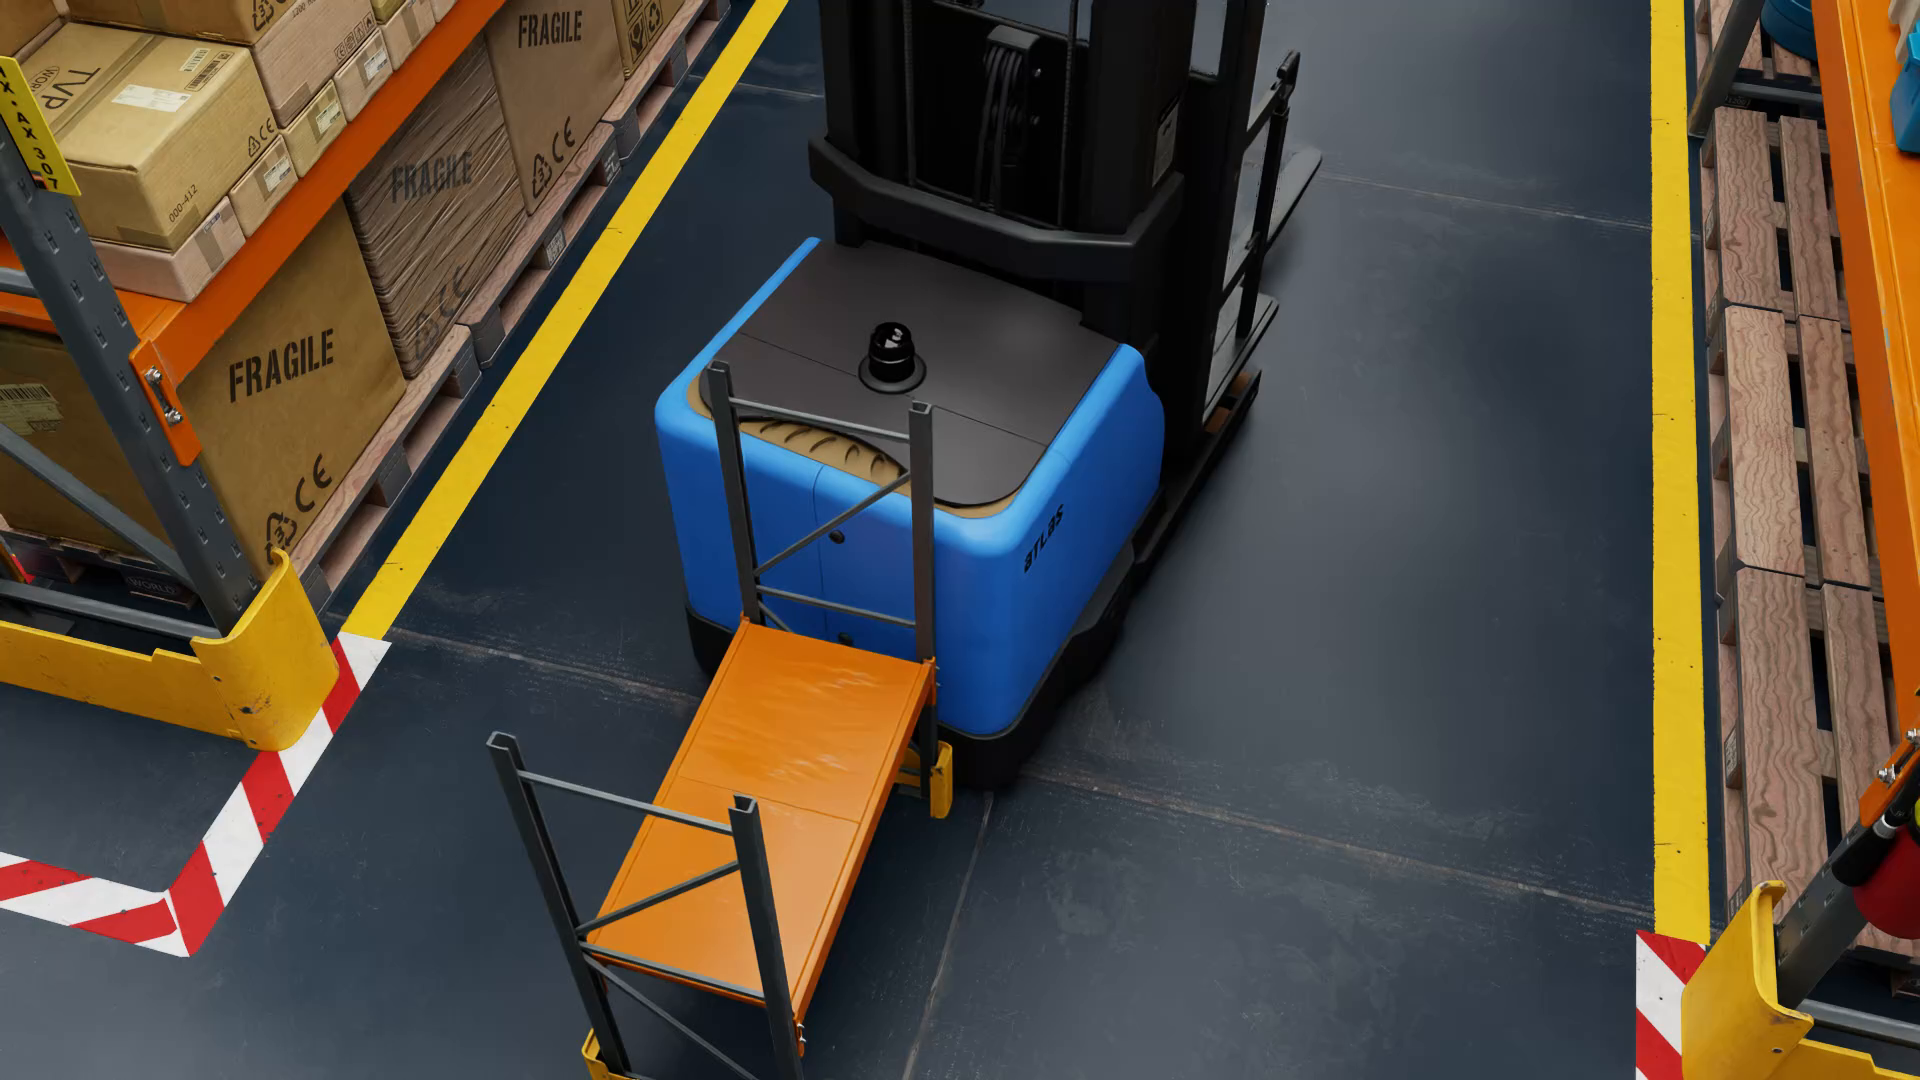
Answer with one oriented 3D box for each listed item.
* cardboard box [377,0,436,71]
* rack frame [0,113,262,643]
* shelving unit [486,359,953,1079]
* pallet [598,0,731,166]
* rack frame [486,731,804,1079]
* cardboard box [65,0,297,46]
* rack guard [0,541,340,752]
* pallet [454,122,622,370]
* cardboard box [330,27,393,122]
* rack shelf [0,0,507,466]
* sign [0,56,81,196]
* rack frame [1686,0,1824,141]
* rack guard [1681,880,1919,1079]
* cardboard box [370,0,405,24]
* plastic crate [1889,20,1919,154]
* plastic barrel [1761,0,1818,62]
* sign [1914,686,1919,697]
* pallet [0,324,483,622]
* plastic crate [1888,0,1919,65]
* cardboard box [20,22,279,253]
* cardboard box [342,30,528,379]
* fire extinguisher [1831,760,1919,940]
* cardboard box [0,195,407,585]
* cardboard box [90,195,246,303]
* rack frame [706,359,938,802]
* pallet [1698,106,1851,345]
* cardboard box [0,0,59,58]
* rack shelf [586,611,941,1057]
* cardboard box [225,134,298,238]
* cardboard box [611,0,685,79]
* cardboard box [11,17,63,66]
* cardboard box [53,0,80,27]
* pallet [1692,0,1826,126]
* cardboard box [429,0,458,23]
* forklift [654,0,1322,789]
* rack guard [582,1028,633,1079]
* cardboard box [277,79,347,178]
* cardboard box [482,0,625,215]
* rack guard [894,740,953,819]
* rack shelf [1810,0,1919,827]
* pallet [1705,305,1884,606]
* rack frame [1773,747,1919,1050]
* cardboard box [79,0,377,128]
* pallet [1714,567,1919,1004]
[{"bbox_3d":[-1.735,-1.488,4.730,0.380,0.149,0.250,11,49,9],"label":"cardboard box"},{"bbox_3d":[-2.415,-0.636,3.811,1.000,3.000,0.127,12,50,10],"label":"rack frame"},{"bbox_3d":[-0.450,0.540,3.773,0.587,1.500,1.083,13,50,11],"label":"shelving unit"},{"bbox_3d":[-1.638,-2.072,6.938,1.003,0.211,1.213,12,50,10],"label":"pallet"},{"bbox_3d":[-0.592,0.899,3.456,0.500,1.500,0.032,13,50,11],"label":"rack frame"},{"bbox_3d":[-1.897,-1.588,4.053,0.500,0.500,0.500,10,49,9],"label":"cardboard box"},{"bbox_3d":[-2.421,0.209,4.733,1.175,0.500,0.348,12,50,10],"label":"rack guard"},{"bbox_3d":[-1.957,-1.187,6.157,1.003,0.211,1.213,12,50,10],"label":"pallet"},{"bbox_3d":[-1.803,-1.304,4.568,0.380,0.149,0.250,11,49,9],"label":"cardboard box"},{"bbox_3d":[-1.889,-1.845,5.357,1.077,0.370,4.000,12,50,10],"label":"rack shelf"},{"bbox_3d":[-1.881,-0.835,3.356,0.100,0.325,0.005,12,50,10],"label":"sign"},{"bbox_3d":[3.416,-2.552,5.502,1.000,3.000,0.127,12,50,10],"label":"rack frame"},{"bbox_3d":[2.369,1.188,3.868,1.175,0.500,0.348,12,50,10],"label":"rack guard"},{"bbox_3d":[-1.762,-1.719,4.668,0.500,0.250,0.500,10,49,9],"label":"cardboard box"},{"bbox_3d":[2.656,-1.159,4.344,0.416,0.233,0.300,12,50,10],"label":"plastic crate"},{"bbox_3d":[3.576,-2.387,6.475,0.600,0.901,0.708,12,50,10],"label":"plastic barrel"},{"bbox_3d":[1.828,0.191,2.972,0.100,0.325,0.005,12,50,10],"label":"sign"},{"bbox_3d":[-2.280,-0.307,5.380,1.003,0.211,1.213,12,50,10],"label":"pallet"},{"bbox_3d":[2.836,-1.464,4.581,0.437,0.282,0.530,12,50,10],"label":"plastic crate"},{"bbox_3d":[-2.028,-0.979,4.015,0.500,0.250,0.500,10,49,9],"label":"cardboard box"},{"bbox_3d":[-2.084,-1.209,5.453,0.875,0.875,0.875,12,50,10],"label":"cardboard box"},{"bbox_3d":[1.885,0.510,3.100,0.296,0.674,0.183,12,50,10],"label":"fire extinguisher"},{"bbox_3d":[-2.324,-0.551,4.872,0.875,0.875,0.875,12,50,10],"label":"cardboard box"},{"bbox_3d":[-2.003,-0.745,4.074,0.380,0.149,0.250,12,50,10],"label":"cardboard box"},{"bbox_3d":[-0.303,0.168,4.101,0.500,1.500,0.032,13,50,11],"label":"rack frame"},{"bbox_3d":[3.260,-1.090,6.071,1.003,0.211,1.213,12,50,10],"label":"pallet"},{"bbox_3d":[-2.540,-1.337,3.831,0.500,0.500,0.500,12,50,10],"label":"cardboard box"},{"bbox_3d":[-0.448,0.653,3.913,0.538,0.185,1.000,13,50,11],"label":"rack shelf"},{"bbox_3d":[-1.937,-0.930,4.238,0.380,0.149,0.250,11,49,9],"label":"cardboard box"},{"bbox_3d":[-1.613,-2.504,6.596,0.875,0.875,0.875,12,50,10],"label":"cardboard box"},{"bbox_3d":[-2.544,-1.088,4.111,0.500,0.250,0.500,11,49,9],"label":"cardboard box"},{"bbox_3d":[-2.409,-1.454,4.435,0.500,0.250,0.500,11,49,9],"label":"cardboard box"},{"bbox_3d":[3.659,-2.179,7.032,1.003,0.211,1.213,12,50,10],"label":"pallet"},{"bbox_3d":[-1.667,-1.675,4.895,0.380,0.149,0.250,11,50,10],"label":"cardboard box"},{"bbox_3d":[0.354,-1.398,4.529,1.130,2.935,3.031,22,52,18],"label":"forklift"},{"bbox_3d":[-0.592,1.312,3.925,0.587,0.250,0.087,13,50,11],"label":"rack guard"},{"bbox_3d":[-1.870,-1.116,4.402,0.380,0.149,0.250,11,49,9],"label":"cardboard box"},{"bbox_3d":[-1.850,-1.853,6.021,0.875,0.875,0.875,12,50,10],"label":"cardboard box"},{"bbox_3d":[-0.308,0.596,4.557,0.587,0.250,0.087,13,50,11],"label":"rack guard"},{"bbox_3d":[2.890,-0.867,4.495,1.077,0.370,4.000,12,50,10],"label":"rack shelf"},{"bbox_3d":[2.941,-0.204,5.290,1.003,0.211,1.213,12,50,10],"label":"pallet"},{"bbox_3d":[2.363,0.341,2.948,1.000,3.000,0.127,12,50,10],"label":"rack frame"},{"bbox_3d":[-1.898,-1.356,4.348,0.500,0.250,0.500,11,49,10],"label":"cardboard box"},{"bbox_3d":[2.618,0.675,4.513,1.003,0.211,1.213,12,50,10],"label":"pallet"}]
